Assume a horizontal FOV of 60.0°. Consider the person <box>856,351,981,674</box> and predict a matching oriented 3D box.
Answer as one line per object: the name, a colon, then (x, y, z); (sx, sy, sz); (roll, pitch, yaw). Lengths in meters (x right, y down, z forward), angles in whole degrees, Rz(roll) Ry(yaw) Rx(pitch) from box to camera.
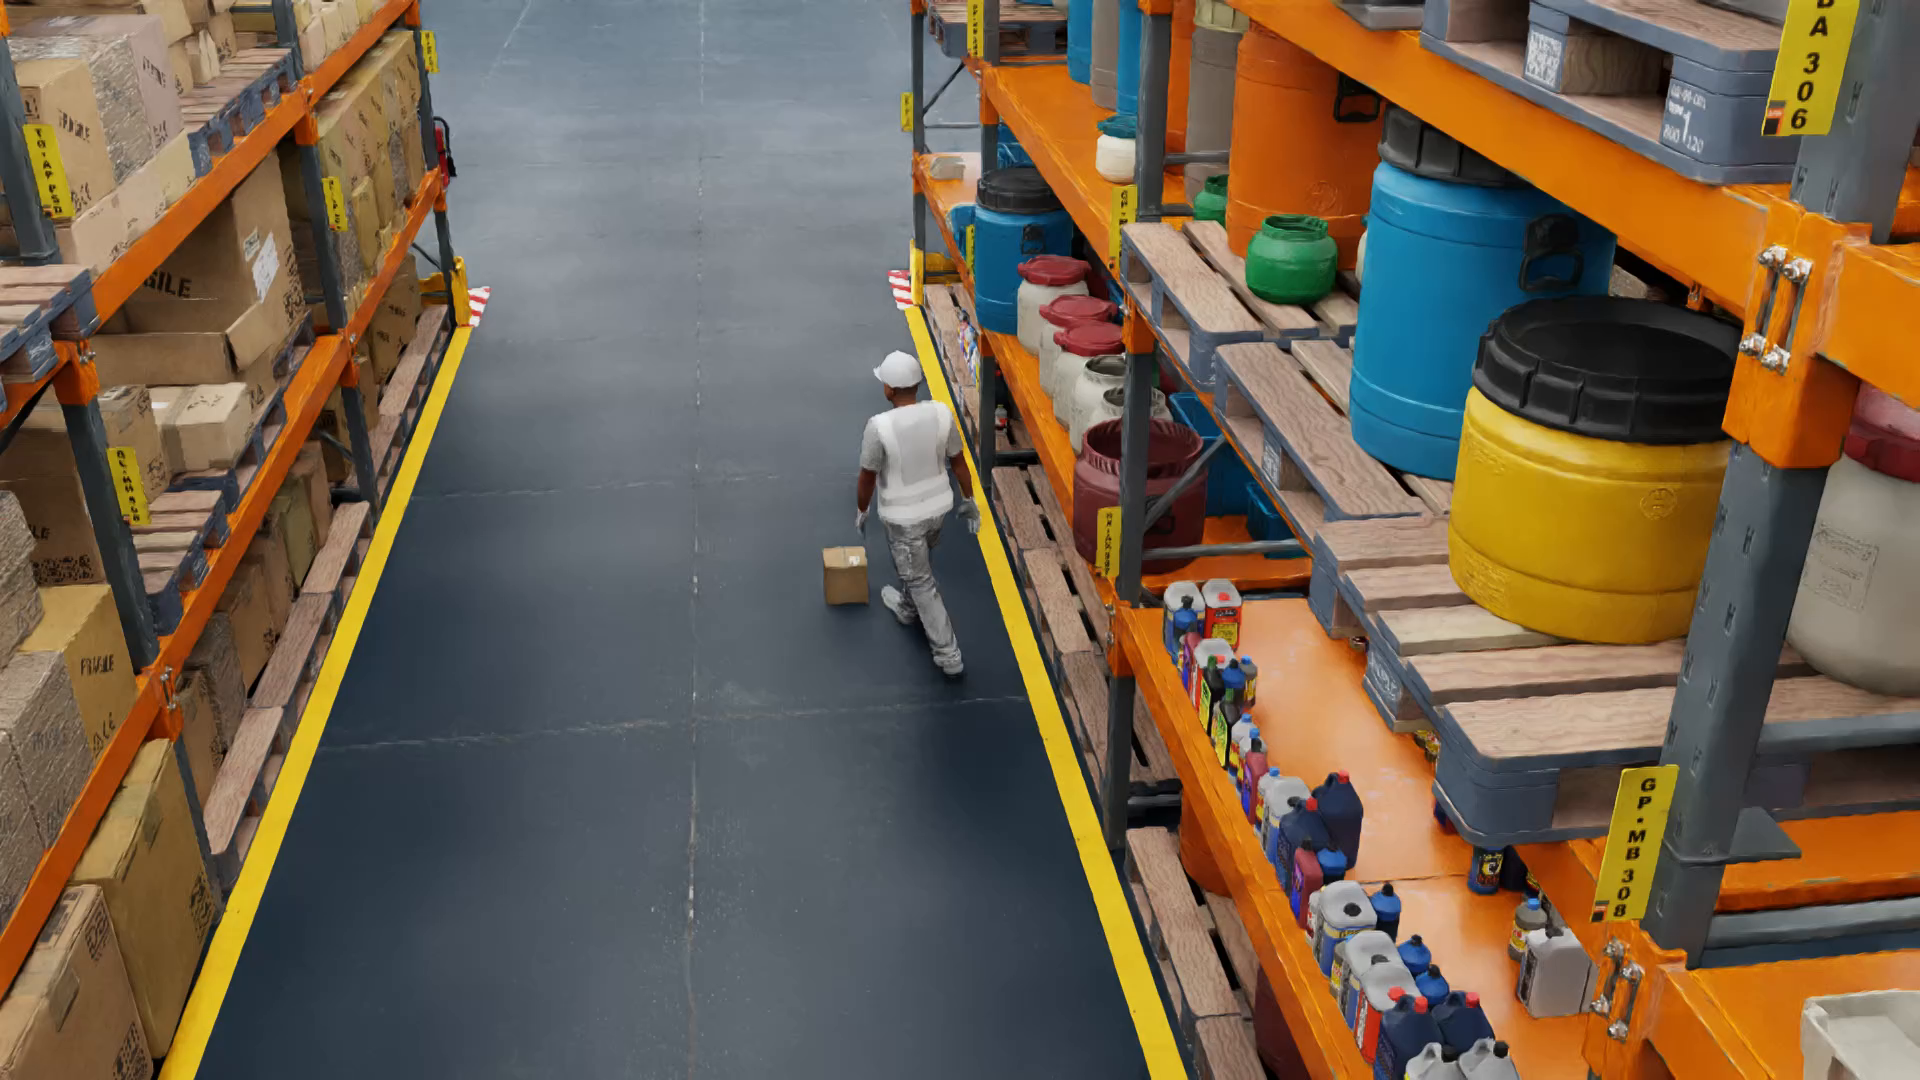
person: (-0.269, -0.189, 8.985); (0.631, 1.747, 0.970); (-19, 32, -32)
